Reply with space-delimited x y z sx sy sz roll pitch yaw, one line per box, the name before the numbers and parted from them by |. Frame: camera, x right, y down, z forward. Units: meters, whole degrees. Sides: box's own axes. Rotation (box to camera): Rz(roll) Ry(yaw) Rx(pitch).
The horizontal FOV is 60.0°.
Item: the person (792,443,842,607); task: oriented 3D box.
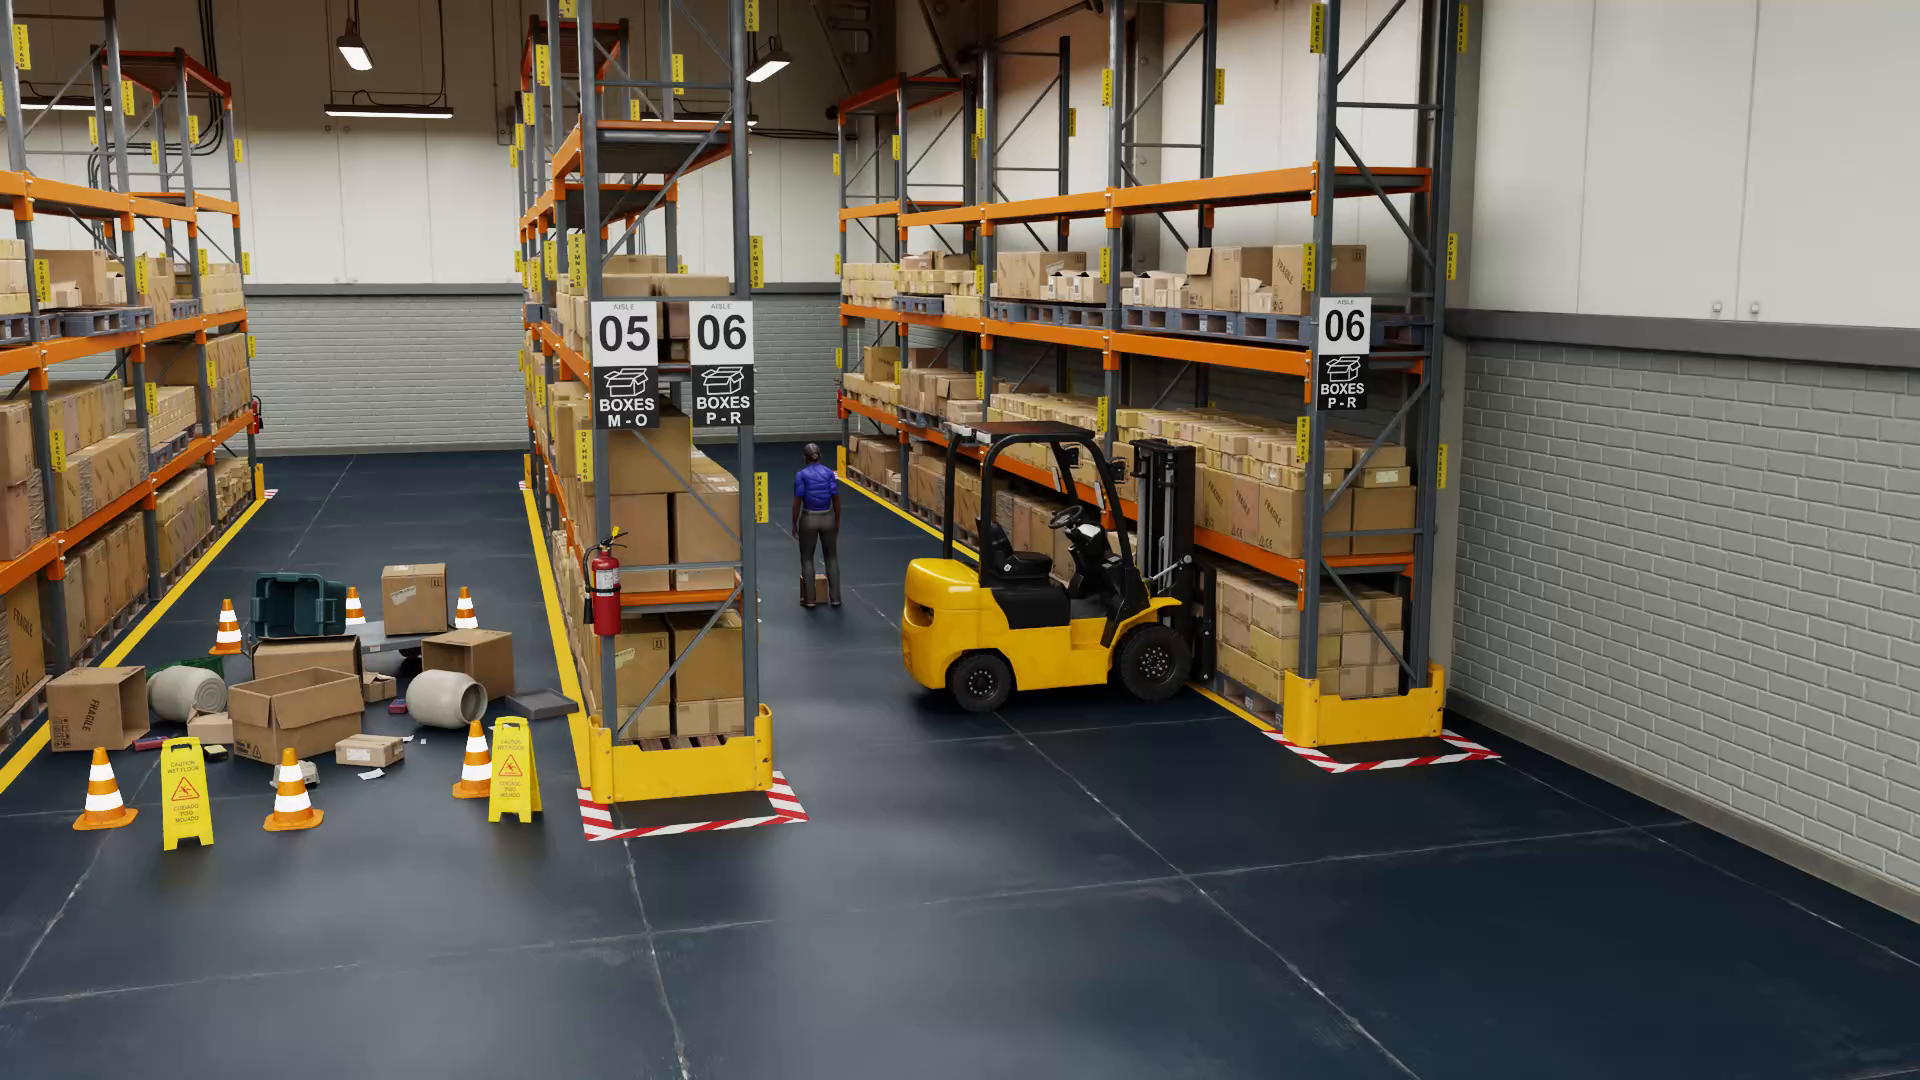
person | -1.440 -0.153 16.820 0.531 1.656 0.346 -3 10 -19
